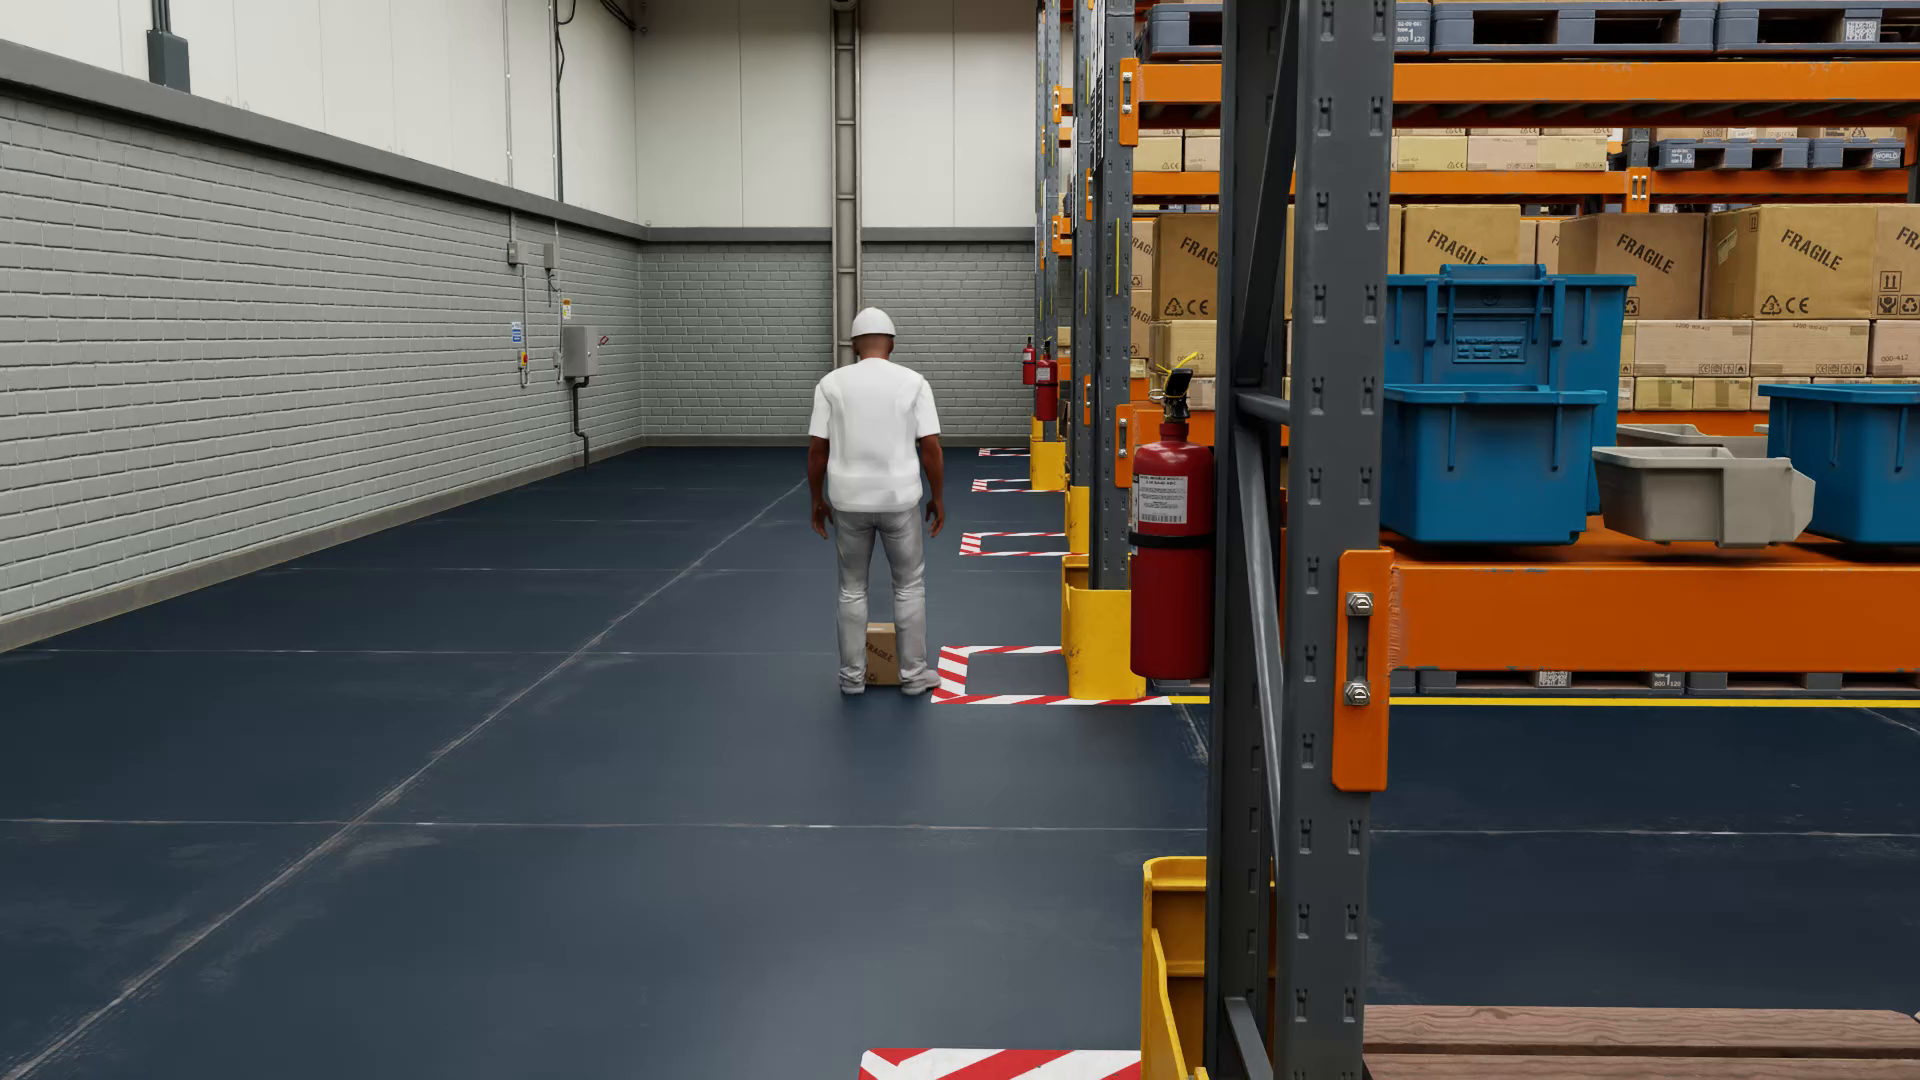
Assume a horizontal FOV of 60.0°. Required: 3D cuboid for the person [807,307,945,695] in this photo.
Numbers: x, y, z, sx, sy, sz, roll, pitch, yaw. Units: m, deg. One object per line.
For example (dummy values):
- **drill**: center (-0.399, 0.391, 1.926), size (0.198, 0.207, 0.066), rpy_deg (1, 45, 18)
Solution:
- **person**: center (-0.379, -0.177, 7.611), size (0.622, 1.759, 0.462), rpy_deg (1, 7, 5)
